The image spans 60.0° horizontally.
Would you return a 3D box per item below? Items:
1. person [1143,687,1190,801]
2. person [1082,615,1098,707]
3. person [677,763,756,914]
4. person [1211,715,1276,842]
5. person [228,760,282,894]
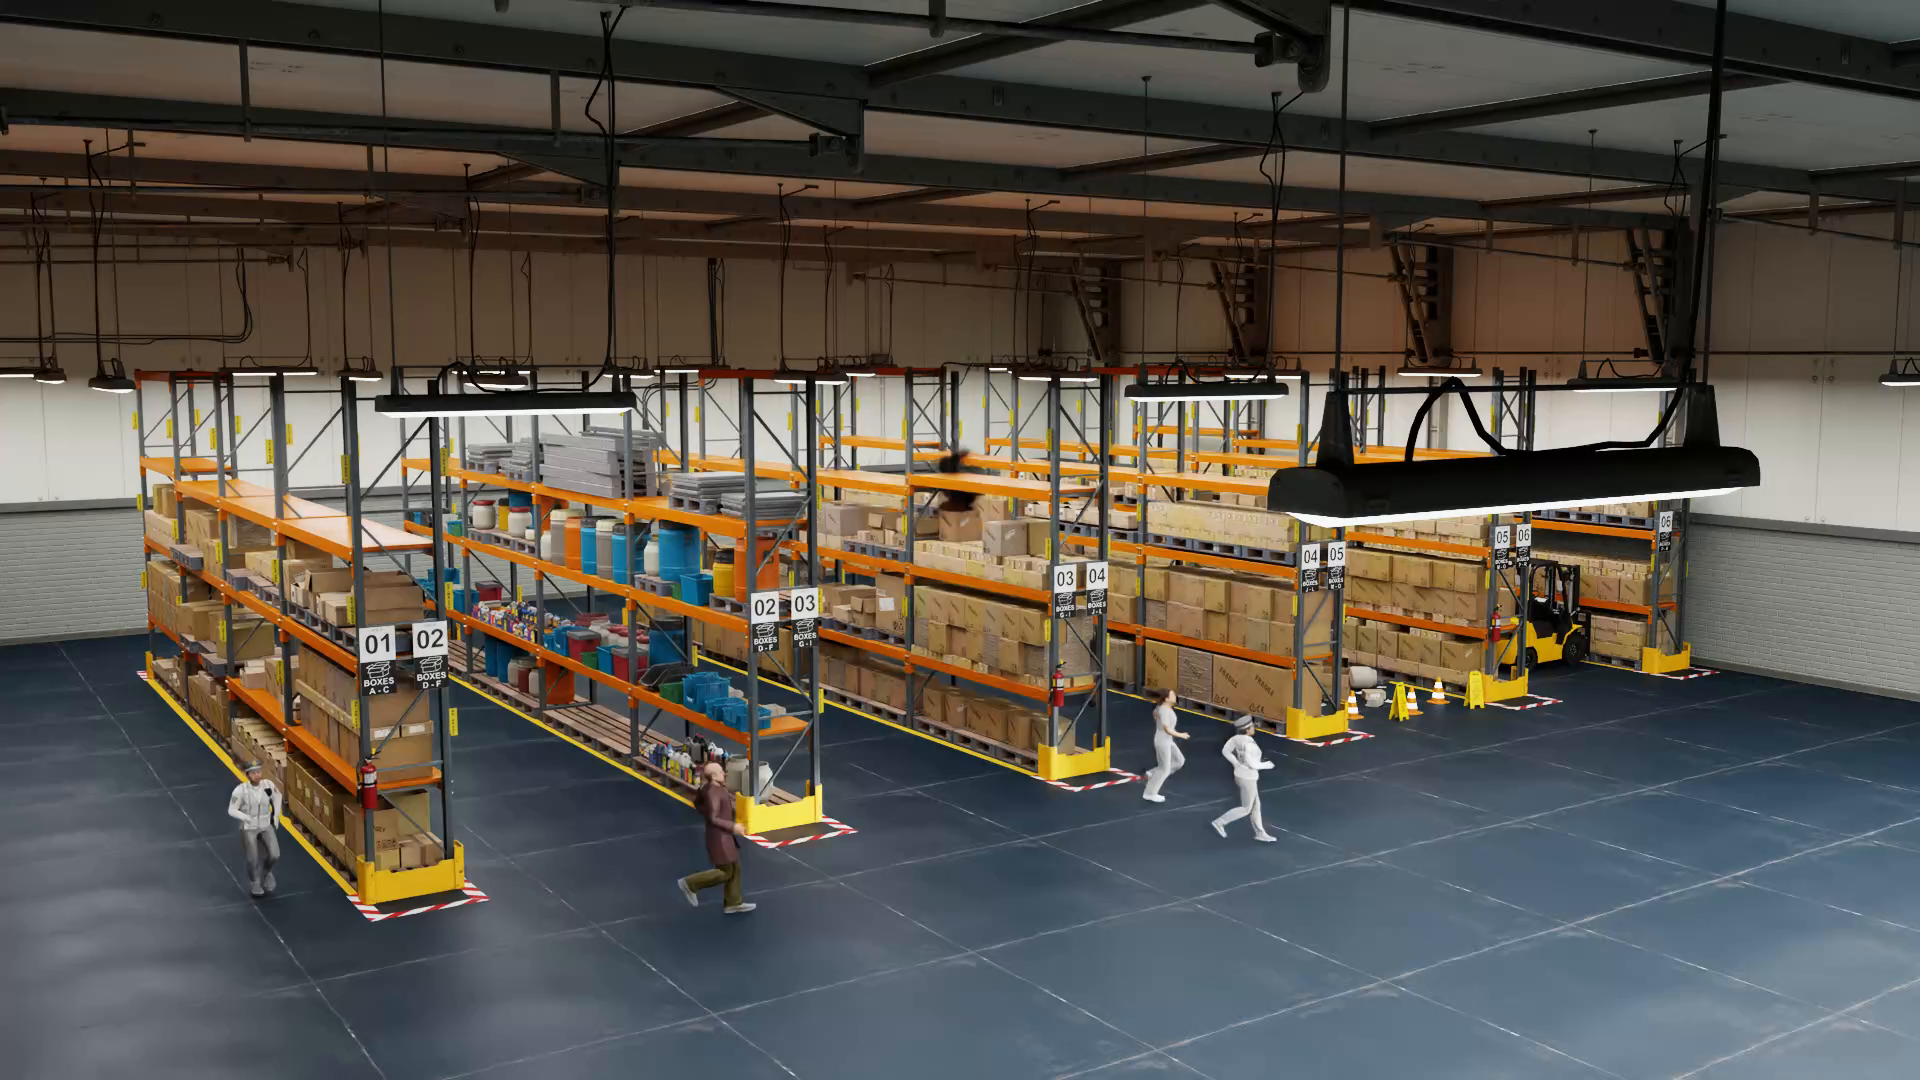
[{"bbox_3d":[2.929,2.881,23.547,0.651,1.614,0.596,1,7,9],"label":"person"},{"bbox_3d":[2.294,2.118,29.986,0.679,1.690,0.701,-4,7,-30],"label":"person"},{"bbox_3d":[-2.749,3.402,18.707,0.888,1.666,0.710,-2,7,-15],"label":"person"},{"bbox_3d":[3.655,3.080,21.373,0.901,1.692,0.616,-1,7,-11],"label":"person"},{"bbox_3d":[-8.135,3.338,19.284,0.635,1.644,0.649,-5,8,-35],"label":"person"}]
